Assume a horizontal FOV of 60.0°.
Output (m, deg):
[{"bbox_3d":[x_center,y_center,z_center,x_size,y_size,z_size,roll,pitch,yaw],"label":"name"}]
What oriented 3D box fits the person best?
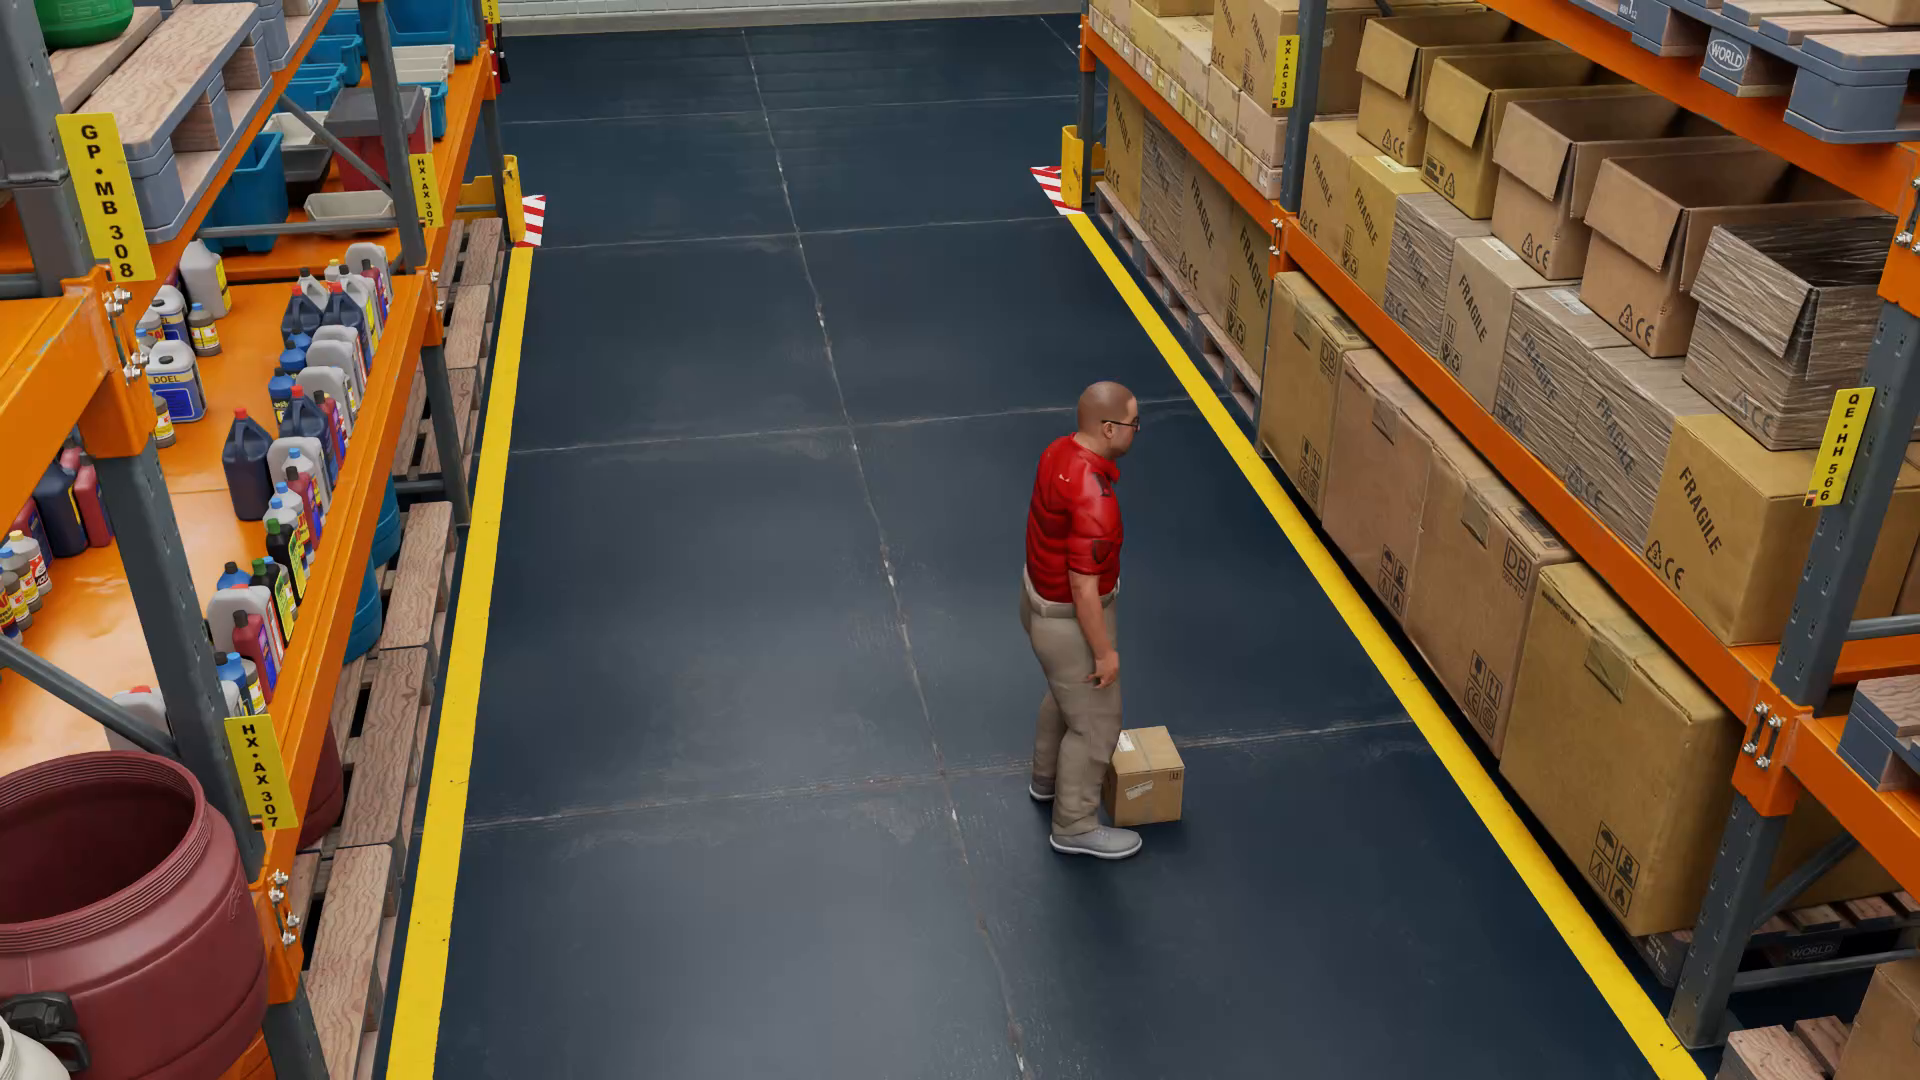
[{"bbox_3d":[0.418,0.263,5.700,0.392,1.726,0.585,-5,31,-9],"label":"person"}]
